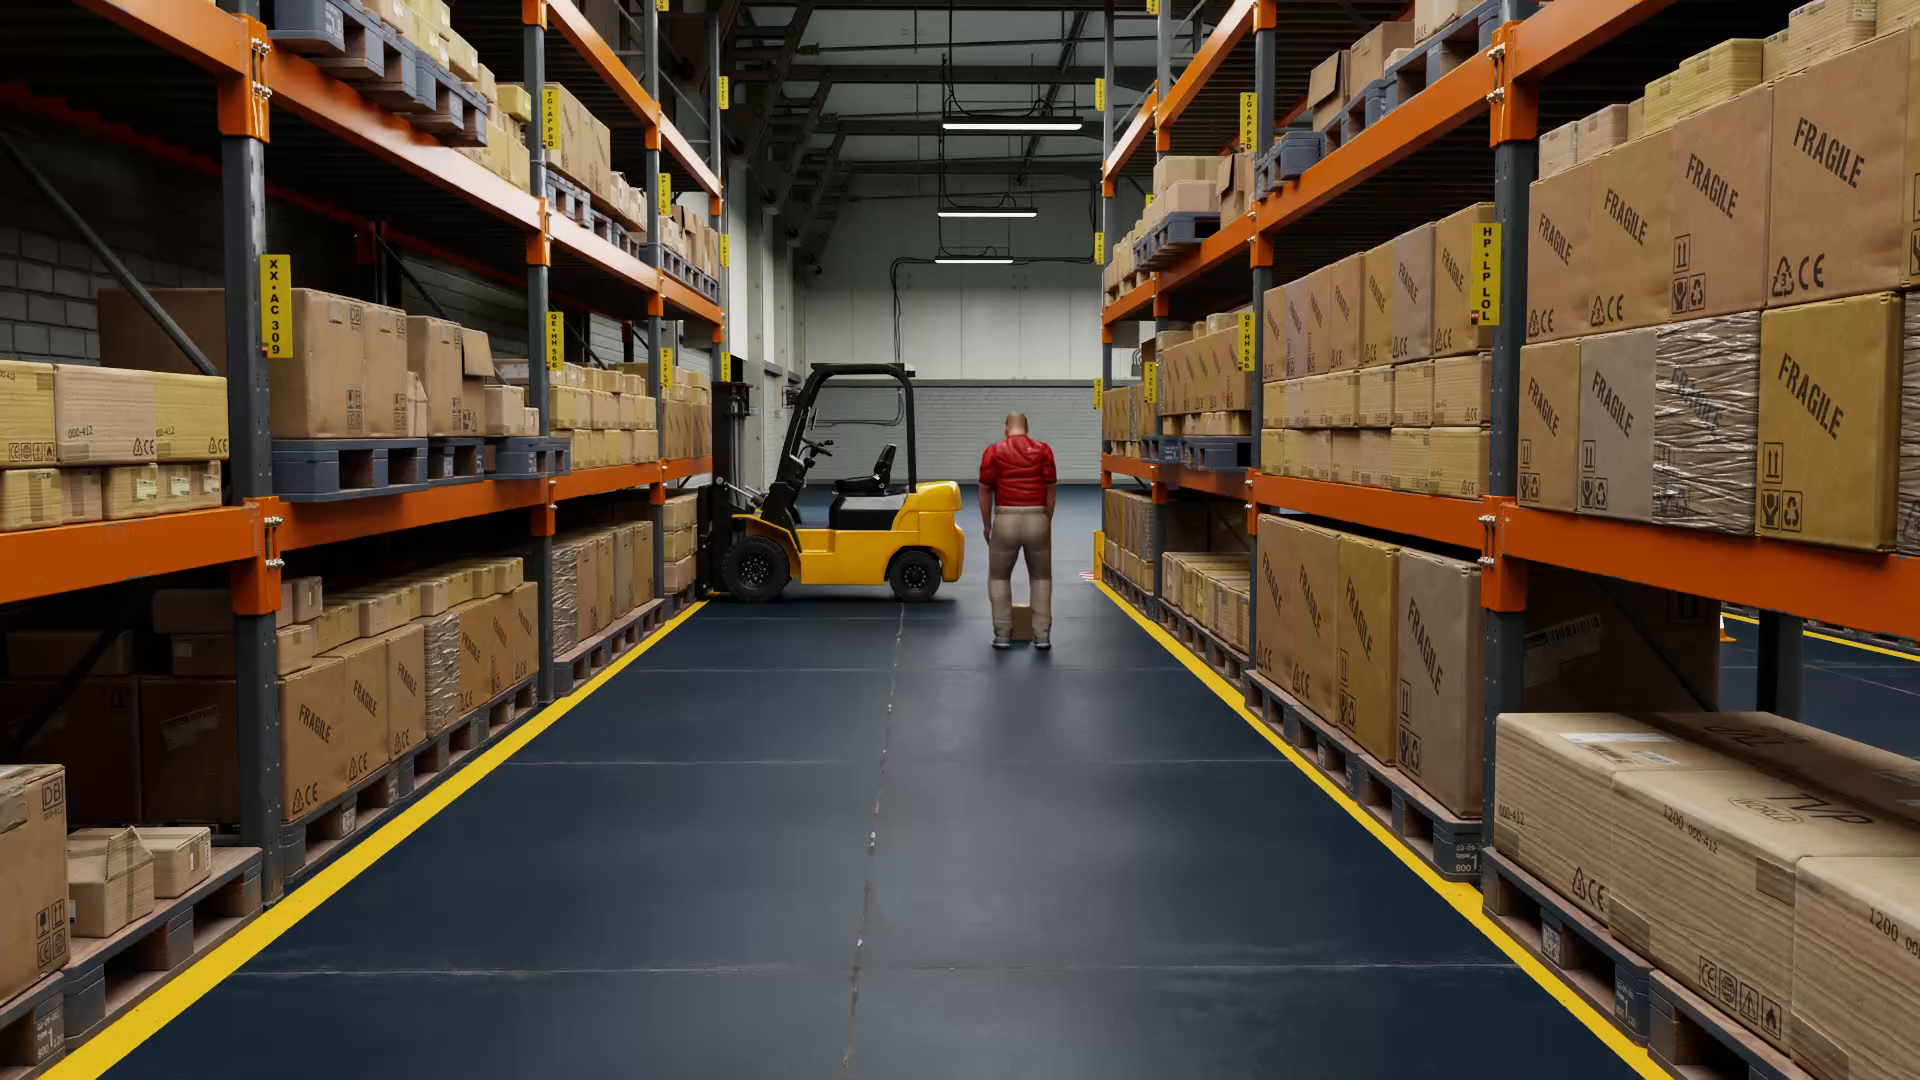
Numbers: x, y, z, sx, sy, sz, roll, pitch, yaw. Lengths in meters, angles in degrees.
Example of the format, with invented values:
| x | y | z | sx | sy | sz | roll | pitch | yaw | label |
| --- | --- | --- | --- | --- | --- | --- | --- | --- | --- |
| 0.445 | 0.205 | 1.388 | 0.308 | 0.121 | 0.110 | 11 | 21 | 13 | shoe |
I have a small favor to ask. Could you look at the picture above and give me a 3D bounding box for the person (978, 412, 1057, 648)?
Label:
| x | y | z | sx | sy | sz | roll | pitch | yaw | label |
| --- | --- | --- | --- | --- | --- | --- | --- | --- | --- |
| 0.408 | -0.066 | 11.831 | 0.554 | 1.684 | 0.415 | 0 | 4 | 0 | person |
